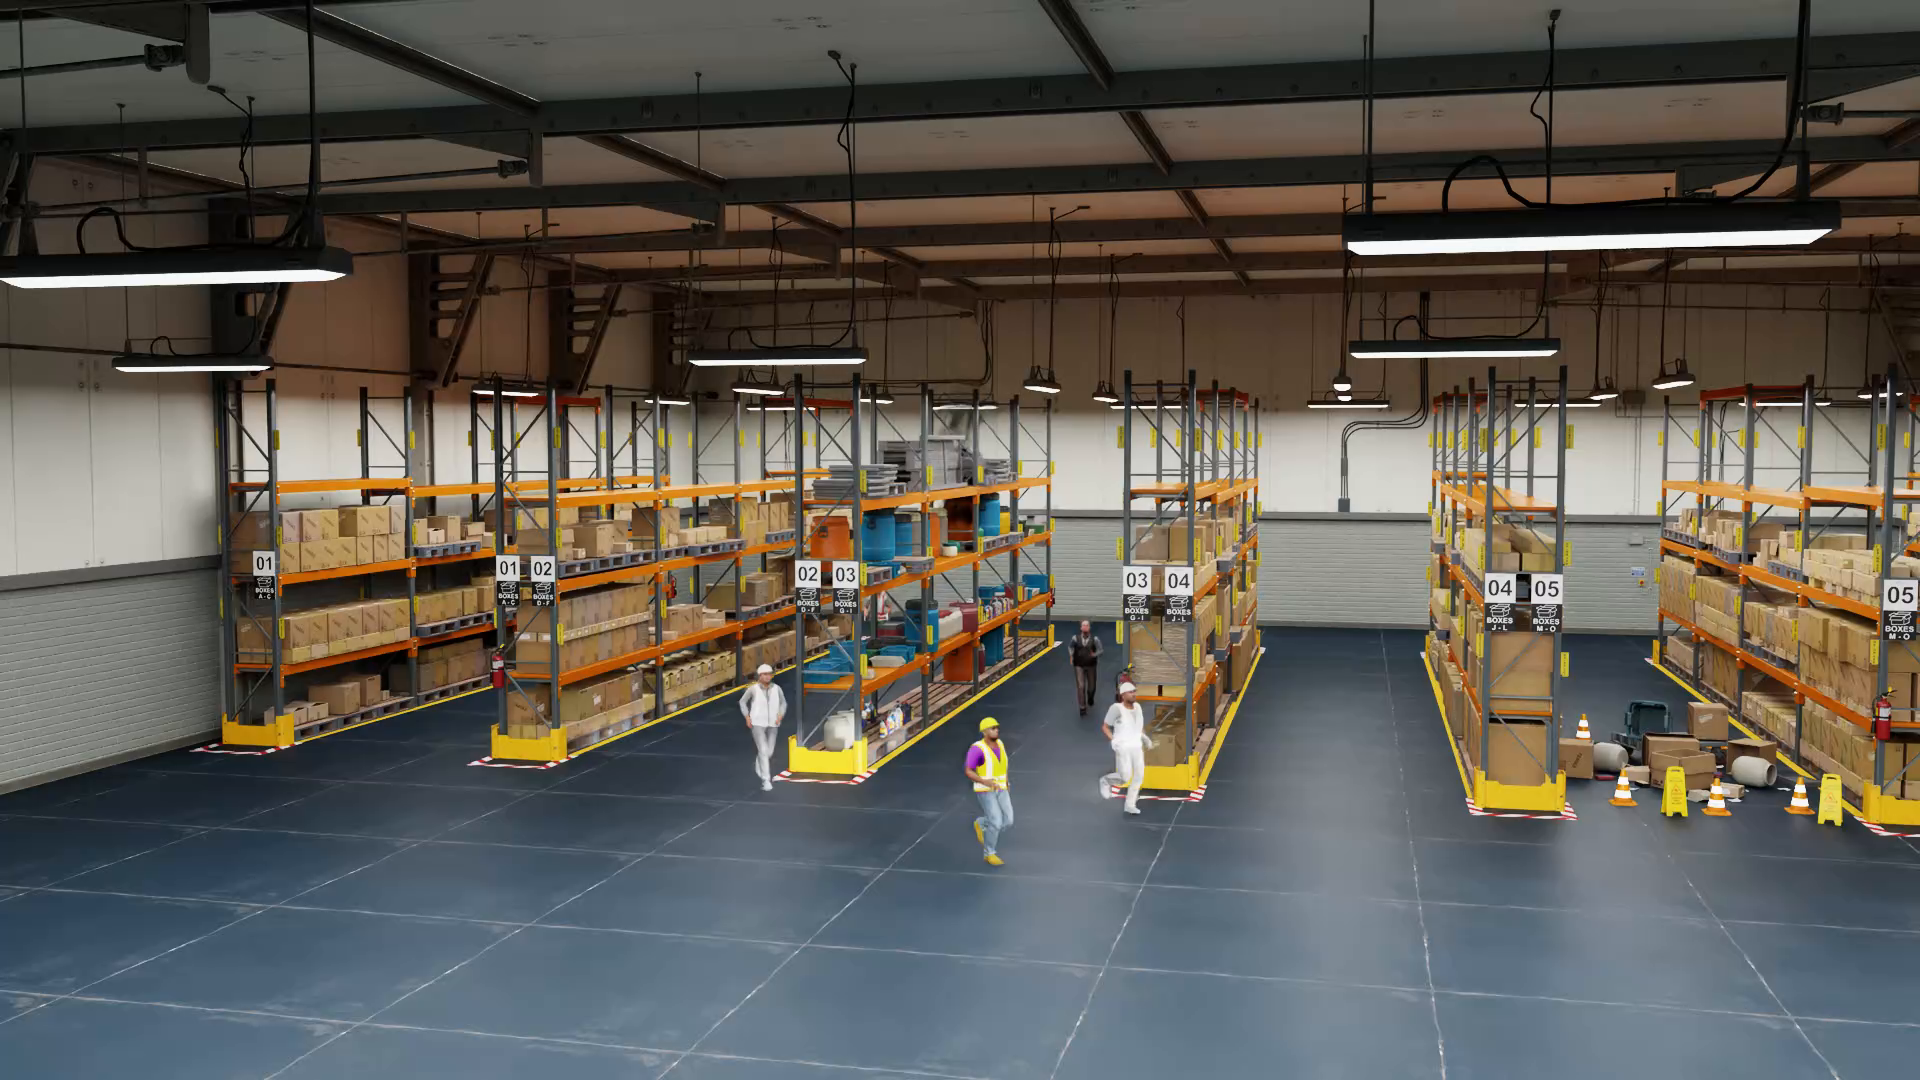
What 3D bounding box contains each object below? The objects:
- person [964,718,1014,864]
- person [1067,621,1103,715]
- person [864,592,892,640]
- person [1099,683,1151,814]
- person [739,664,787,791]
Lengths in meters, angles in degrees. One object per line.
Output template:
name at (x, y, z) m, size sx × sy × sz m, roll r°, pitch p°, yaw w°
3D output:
person at (0.344, 2.962, 19.762) m, size 0.612 × 1.725 × 0.736 m, roll 3°, pitch 5°, yaw 42°
person at (2.291, 2.327, 30.464) m, size 0.669 × 1.695 × 0.860 m, roll 0°, pitch 3°, yaw 4°
person at (-1.880, 1.858, 38.016) m, size 0.656 × 1.752 × 0.737 m, roll 0°, pitch 3°, yaw 2°
person at (2.244, 2.792, 22.457) m, size 0.700 × 1.747 × 0.727 m, roll -2°, pitch 4°, yaw -35°
person at (-2.846, 2.684, 24.154) m, size 0.678 × 1.781 × 0.885 m, roll -2°, pitch 4°, yaw -26°
